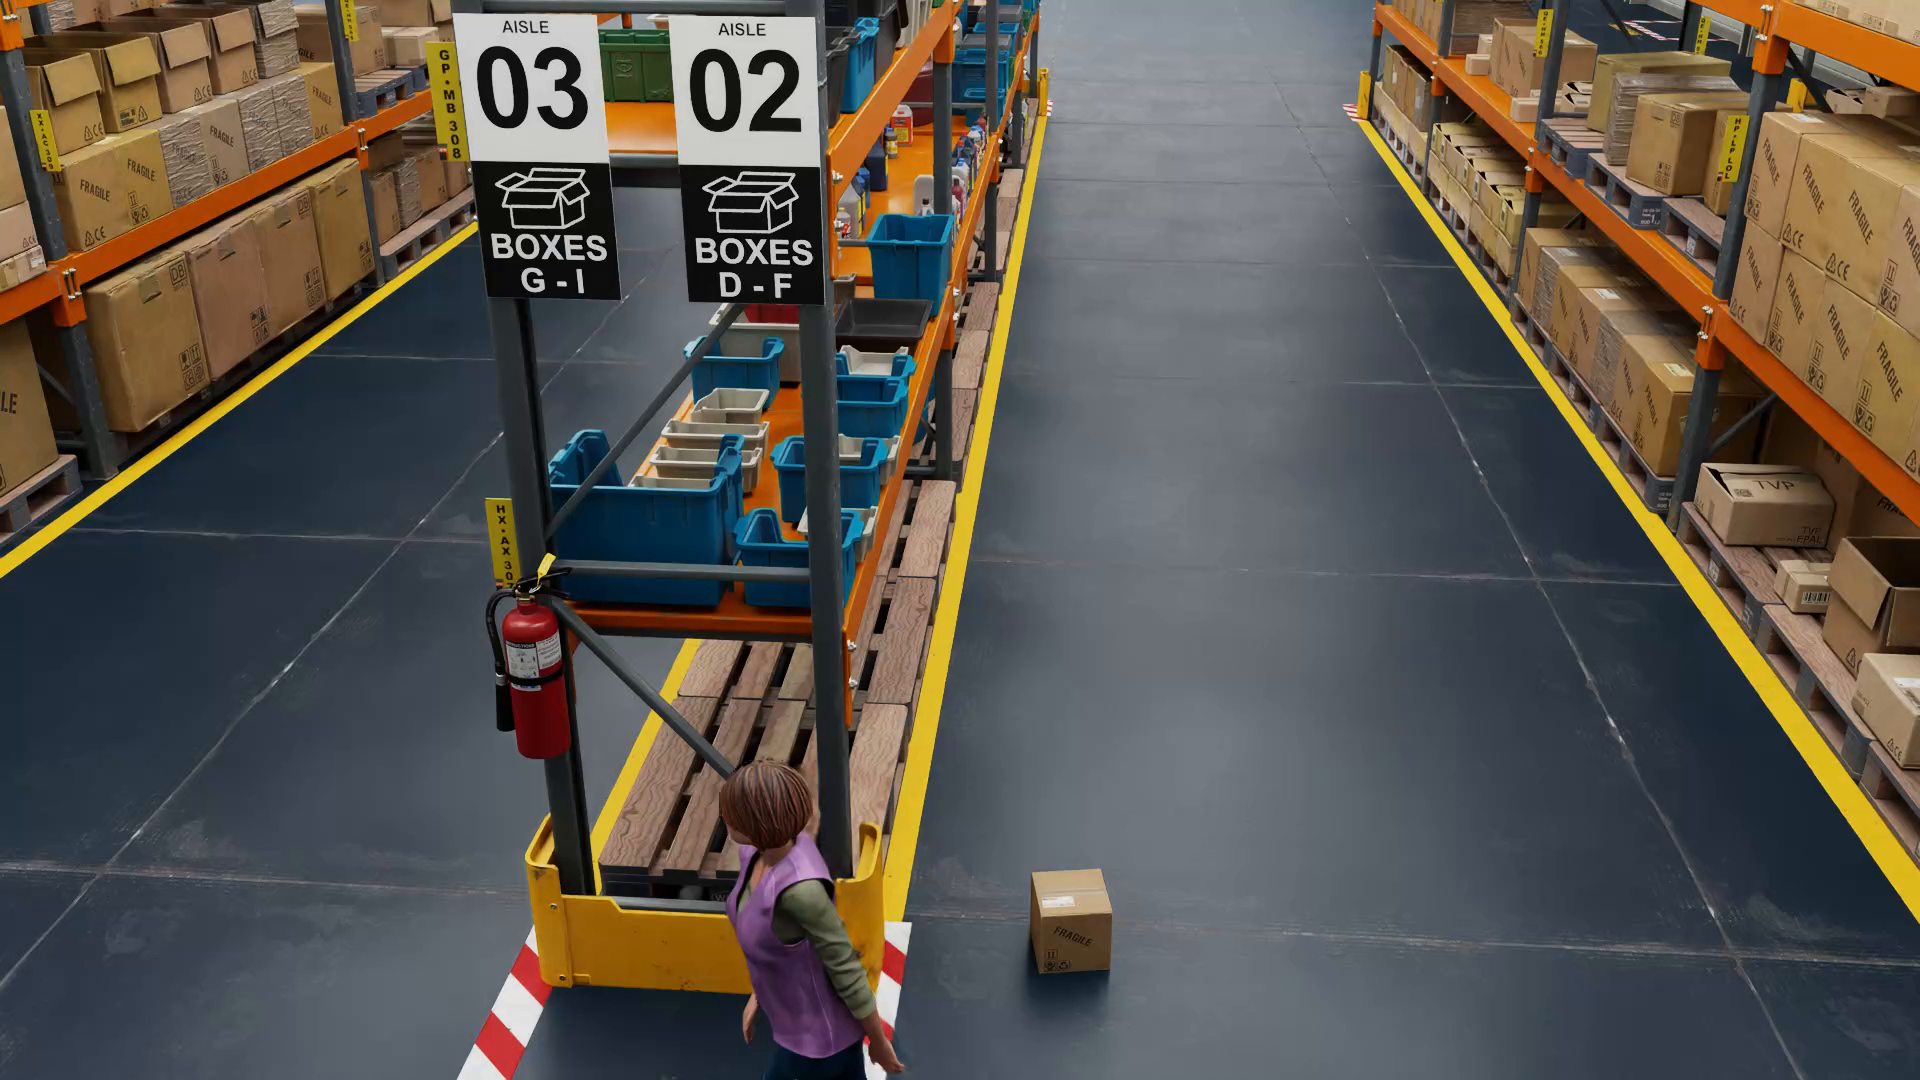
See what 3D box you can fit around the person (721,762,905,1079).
[{"bbox_3d":[-0.393,1.256,4.422,0.877,1.538,0.459,-6,26,-13],"label":"person"}]
